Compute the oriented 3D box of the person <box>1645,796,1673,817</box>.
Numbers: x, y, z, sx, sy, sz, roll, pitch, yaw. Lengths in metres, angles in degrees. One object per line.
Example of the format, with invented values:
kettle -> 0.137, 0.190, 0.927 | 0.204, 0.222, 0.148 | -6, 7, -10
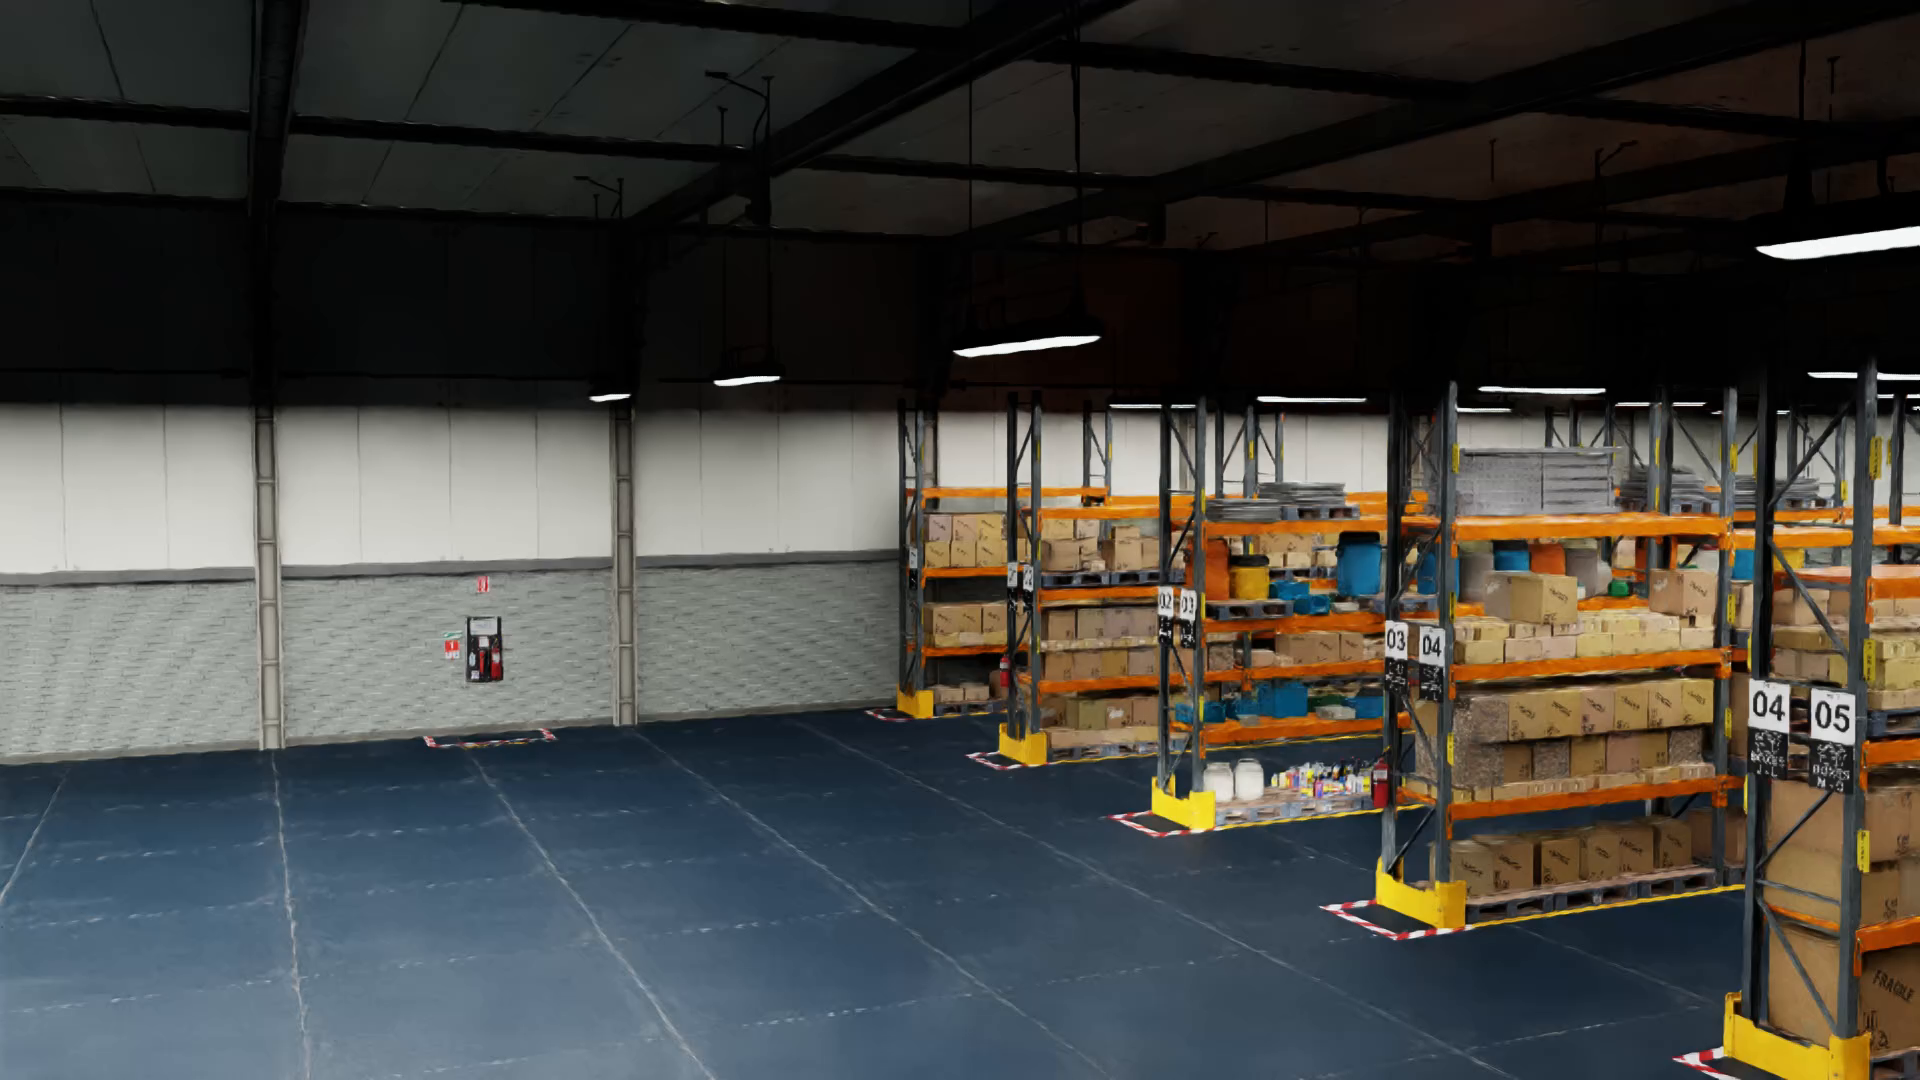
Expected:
person -> 9.199, 2.984, 21.874 | 0.673, 1.763, 0.580 | 1, 3, 9
